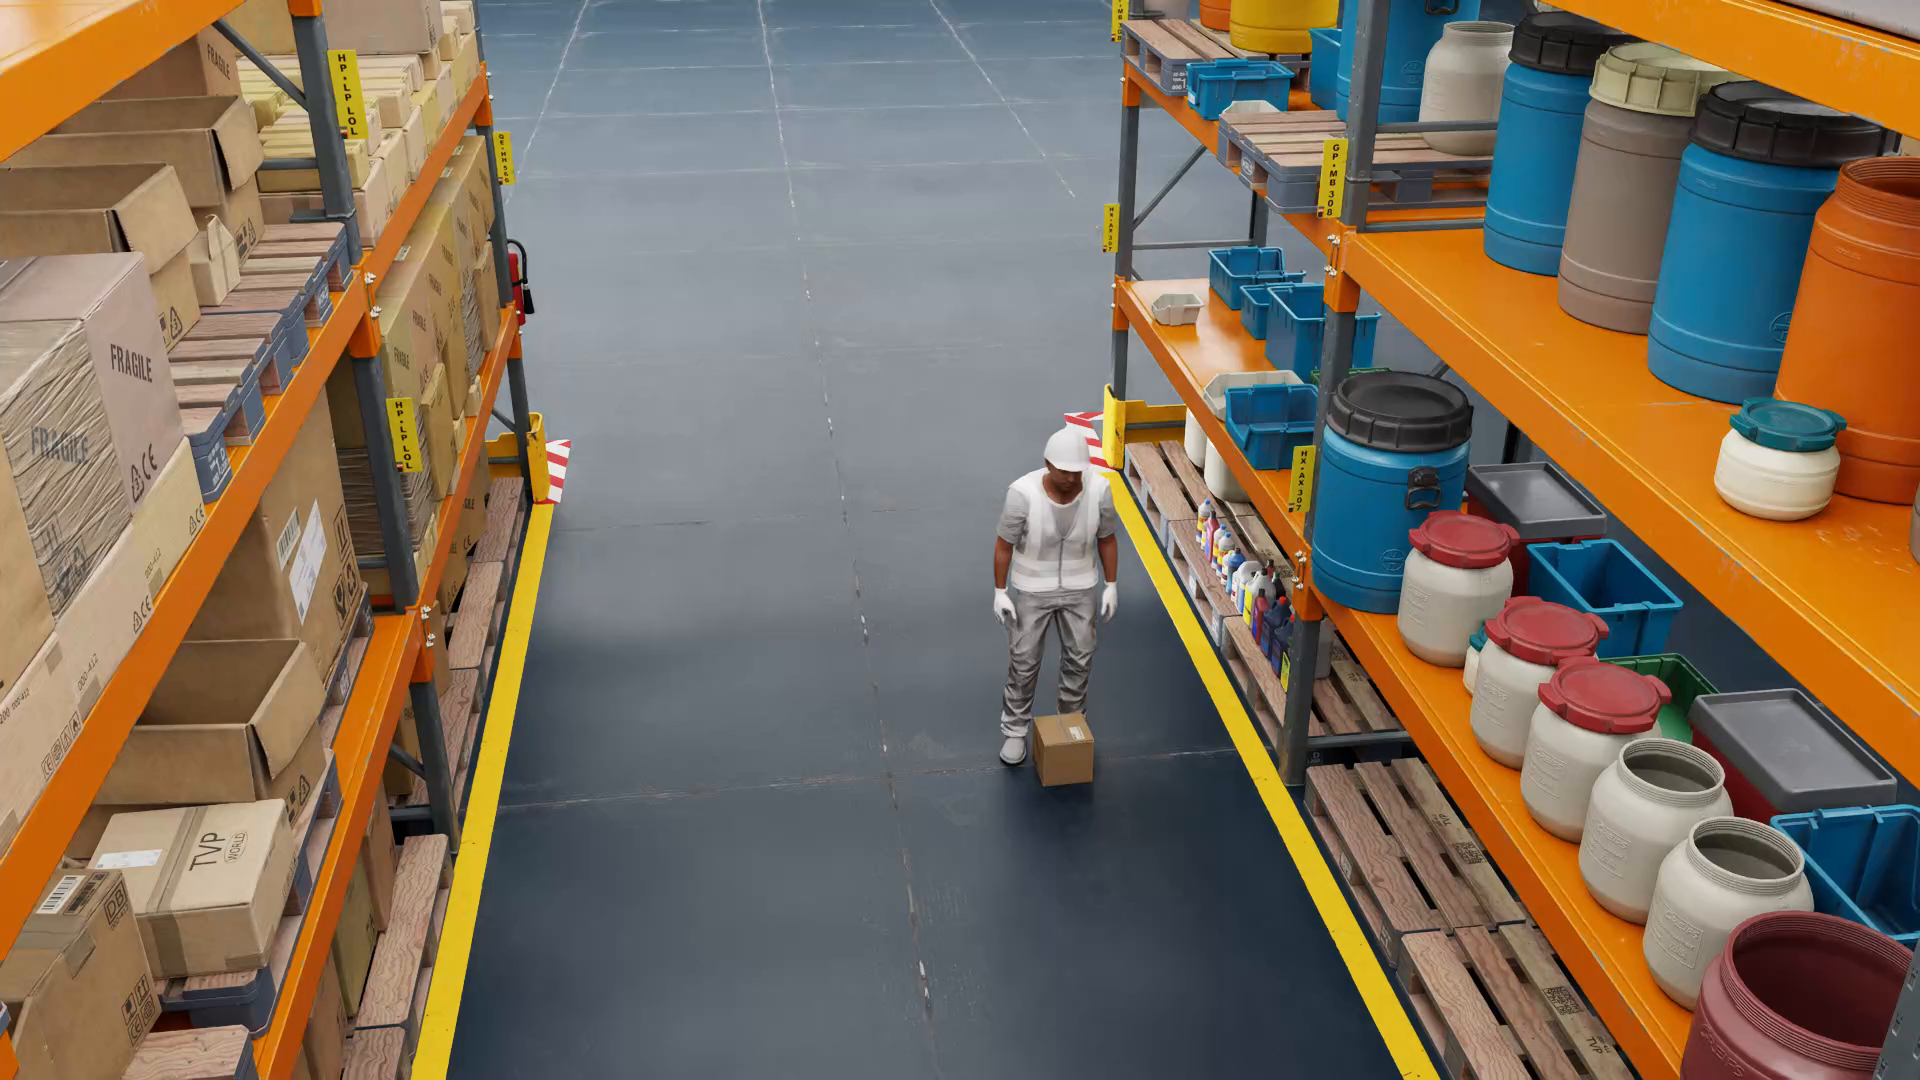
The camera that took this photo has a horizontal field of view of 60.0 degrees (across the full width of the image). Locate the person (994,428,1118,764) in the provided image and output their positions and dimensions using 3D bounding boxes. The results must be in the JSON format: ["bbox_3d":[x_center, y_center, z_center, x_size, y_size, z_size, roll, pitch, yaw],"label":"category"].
[{"bbox_3d":[0.466,0.259,8.095,0.619,1.773,0.452,-4,27,-7],"label":"person"}]
